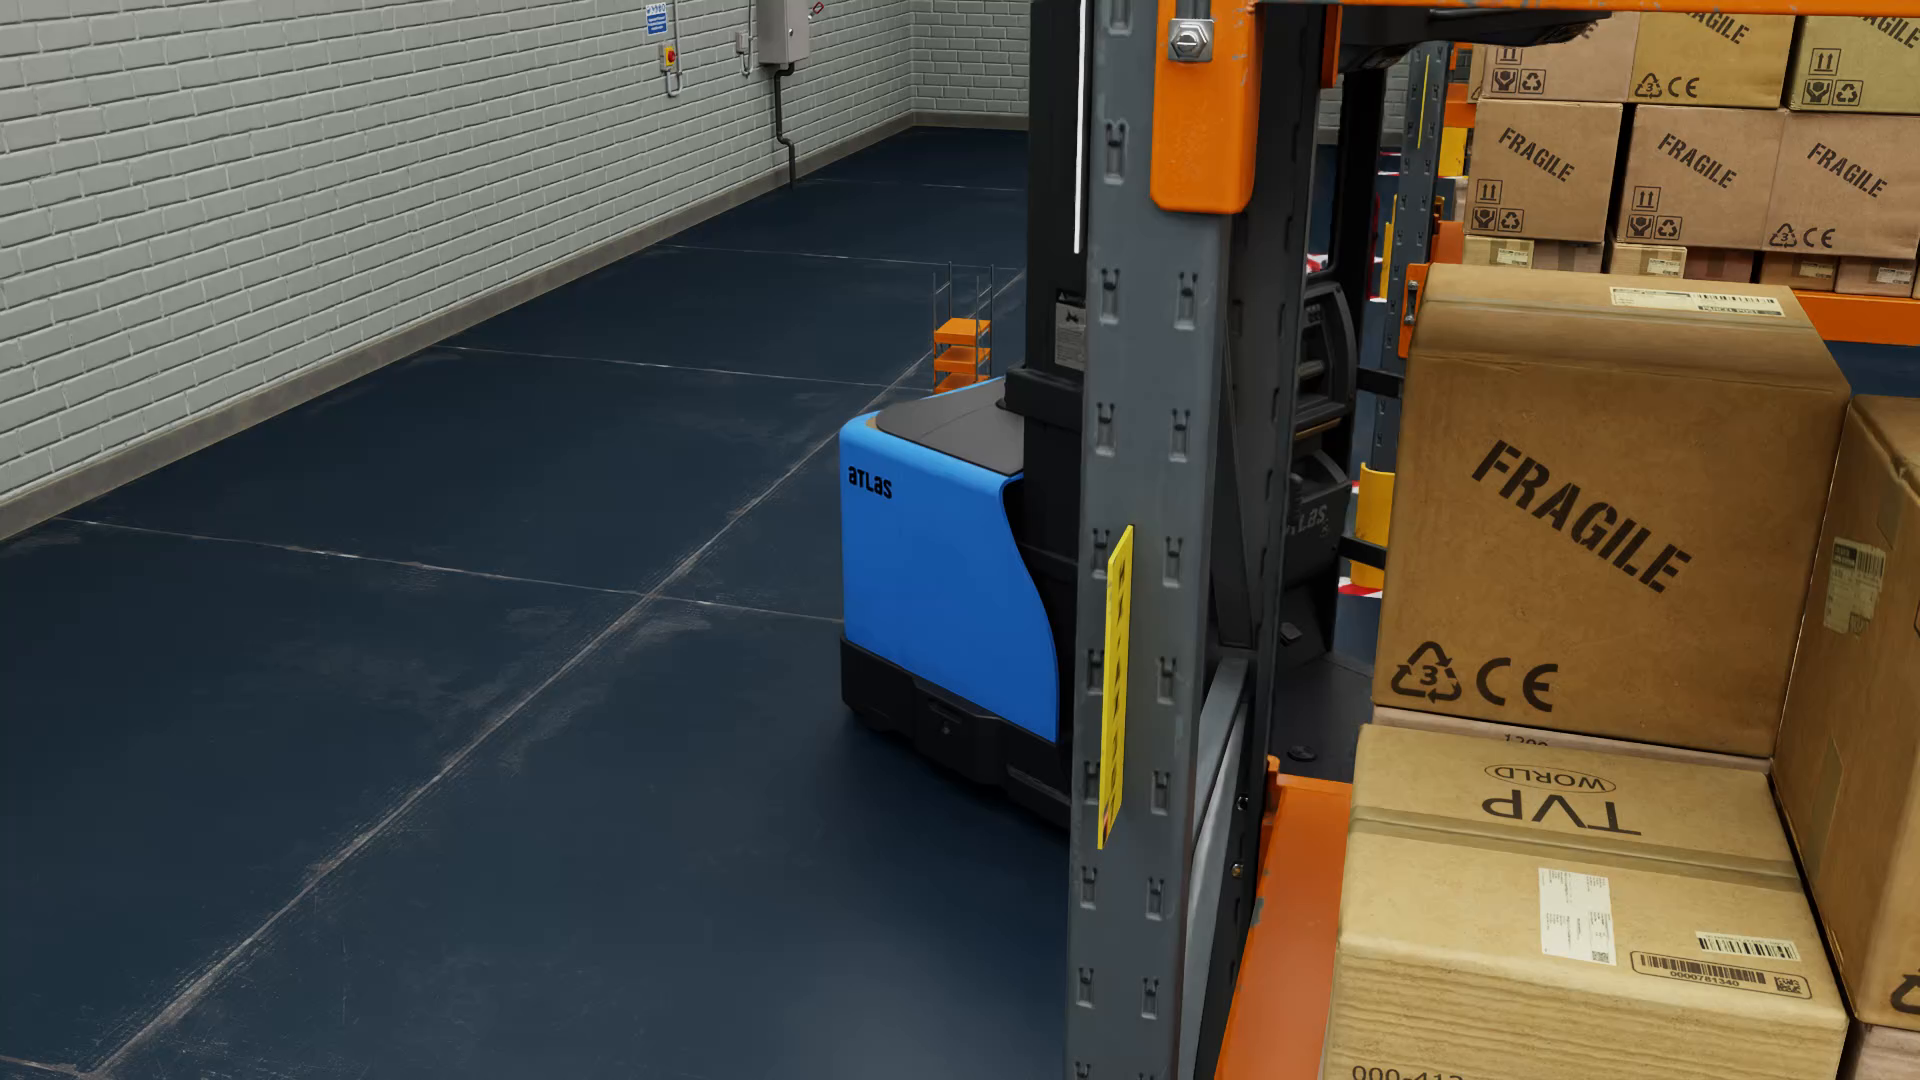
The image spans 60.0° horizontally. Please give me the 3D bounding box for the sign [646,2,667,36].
[{"bbox_3d":[-2.290,-3.935,12.555,0.001,0.218,0.327,7,23,16],"label":"sign"}]

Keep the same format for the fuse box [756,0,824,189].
[{"bbox_3d":[-1.471,-3.972,14.699,0.414,1.711,0.539,7,23,16],"label":"fuse box"}]

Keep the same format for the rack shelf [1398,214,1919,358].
[{"bbox_3d":[3.769,-0.850,6.337,4.000,0.370,1.077,7,23,16],"label":"rack shelf"}]

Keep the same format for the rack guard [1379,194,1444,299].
[{"bbox_3d":[3.164,-2.058,11.627,0.348,0.500,1.175,7,23,16],"label":"rack guard"}]

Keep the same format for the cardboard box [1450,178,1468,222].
[{"bbox_3d":[3.848,-2.184,11.465,0.875,0.438,0.875,6,23,14],"label":"cardboard box"}]

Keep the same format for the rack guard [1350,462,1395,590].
[{"bbox_3d":[1.927,-0.237,7.189,0.348,0.500,1.175,7,23,16],"label":"rack guard"}]

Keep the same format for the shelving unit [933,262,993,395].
[{"bbox_3d":[0.014,-0.554,7.038,0.189,1.200,0.258,7,23,16],"label":"shelving unit"}]

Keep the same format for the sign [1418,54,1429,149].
[{"bbox_3d":[1.698,-1.605,6.090,0.005,0.325,0.100,7,23,16],"label":"sign"}]

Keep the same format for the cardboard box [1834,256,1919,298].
[{"bbox_3d":[3.336,-1.015,6.122,0.250,0.149,0.380,6,23,14],"label":"cardboard box"}]

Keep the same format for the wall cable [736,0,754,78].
[{"bbox_3d":[-1.819,-4.808,13.699,0.122,1.984,0.588,7,23,16],"label":"wall cable"}]

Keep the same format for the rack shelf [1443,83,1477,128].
[{"bbox_3d":[5.102,-2.659,10.749,4.000,0.370,1.077,7,23,16],"label":"rack shelf"}]

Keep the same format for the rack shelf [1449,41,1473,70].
[{"bbox_3d":[6.532,-4.463,15.146,4.000,0.370,1.077,7,23,16],"label":"rack shelf"}]

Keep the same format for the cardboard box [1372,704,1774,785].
[{"bbox_3d":[0.865,0.278,2.446,0.500,0.250,0.500,6,23,15],"label":"cardboard box"}]

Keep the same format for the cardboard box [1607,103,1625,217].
[{"bbox_3d":[2.850,-1.572,6.625,0.500,0.500,0.500,6,23,15],"label":"cardboard box"}]

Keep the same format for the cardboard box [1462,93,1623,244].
[{"bbox_3d":[2.204,-1.436,6.295,0.500,0.500,0.500,8,24,18],"label":"cardboard box"}]

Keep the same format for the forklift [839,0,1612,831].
[{"bbox_3d":[0.967,-0.468,4.549,1.130,2.935,3.031,-20,29,-39],"label":"forklift"}]

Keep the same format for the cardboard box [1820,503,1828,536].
[{"bbox_3d":[3.283,-0.157,6.511,0.250,0.149,0.380,5,23,13],"label":"cardboard box"}]

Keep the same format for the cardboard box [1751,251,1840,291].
[{"bbox_3d":[3.108,-1.052,6.213,0.250,0.149,0.380,6,23,15],"label":"cardboard box"}]

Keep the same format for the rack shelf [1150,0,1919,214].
[{"bbox_3d":[2.240,-0.447,1.402,4.000,0.370,1.077,7,23,16],"label":"rack shelf"}]

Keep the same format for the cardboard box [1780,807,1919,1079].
[{"bbox_3d":[1.206,0.526,1.840,0.500,0.250,0.500,6,23,15],"label":"cardboard box"}]

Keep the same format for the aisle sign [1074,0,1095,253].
[{"bbox_3d":[0.169,-0.712,1.629,0.004,0.787,0.394,7,23,16],"label":"aisle sign"}]

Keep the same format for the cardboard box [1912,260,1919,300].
[{"bbox_3d":[3.578,-0.979,6.034,0.250,0.149,0.380,7,23,17],"label":"cardboard box"}]

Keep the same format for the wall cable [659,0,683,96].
[{"bbox_3d":[-2.218,-4.306,12.434,0.123,1.953,0.585,7,23,16],"label":"wall cable"}]

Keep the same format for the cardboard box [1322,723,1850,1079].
[{"bbox_3d":[0.706,0.472,1.973,0.500,0.250,0.500,6,23,14],"label":"cardboard box"}]

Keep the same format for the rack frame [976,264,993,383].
[{"bbox_3d":[0.101,-0.543,7.014,0.006,1.200,0.240,7,23,16],"label":"rack frame"}]

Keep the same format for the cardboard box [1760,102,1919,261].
[{"bbox_3d":[3.189,-1.328,6.032,0.500,0.500,0.500,7,23,16],"label":"cardboard box"}]

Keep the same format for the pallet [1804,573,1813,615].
[{"bbox_3d":[3.859,0.133,6.668,1.213,0.211,1.003,7,23,16],"label":"pallet"}]

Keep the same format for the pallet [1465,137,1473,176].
[{"bbox_3d":[5.454,-3.630,15.841,1.213,0.211,1.003,7,23,16],"label":"pallet"}]

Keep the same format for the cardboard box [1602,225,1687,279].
[{"bbox_3d":[2.567,-1.069,6.255,0.250,0.149,0.380,6,23,14],"label":"cardboard box"}]

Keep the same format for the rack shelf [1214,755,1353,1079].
[{"bbox_3d":[2.240,0.941,1.971,4.000,0.370,1.077,7,23,16],"label":"rack shelf"}]

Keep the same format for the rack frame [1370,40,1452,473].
[{"bbox_3d":[1.854,-1.402,6.735,0.127,3.000,1.000,7,23,16],"label":"rack frame"}]

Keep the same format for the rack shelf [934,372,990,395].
[{"bbox_3d":[0.014,-0.623,7.010,0.180,0.103,0.258,7,23,16],"label":"rack shelf"}]

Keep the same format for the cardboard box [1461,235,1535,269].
[{"bbox_3d":[2.070,-1.131,6.406,0.250,0.149,0.380,6,23,15],"label":"cardboard box"}]

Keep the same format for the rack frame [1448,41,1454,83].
[{"bbox_3d":[4.618,-5.015,15.544,0.127,3.000,1.000,7,23,16],"label":"rack frame"}]

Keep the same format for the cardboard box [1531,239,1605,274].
[{"bbox_3d":[2.325,-1.118,6.374,0.250,0.149,0.380,7,23,17],"label":"cardboard box"}]

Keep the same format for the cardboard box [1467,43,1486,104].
[{"bbox_3d":[3.564,-3.101,10.745,0.500,0.500,0.500,6,23,15],"label":"cardboard box"}]

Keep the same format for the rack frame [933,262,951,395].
[{"bbox_3d":[-0.074,-0.564,7.063,0.006,1.200,0.240,7,23,16],"label":"rack frame"}]

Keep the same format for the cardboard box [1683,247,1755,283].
[{"bbox_3d":[2.855,-1.091,6.307,0.250,0.149,0.380,8,24,18],"label":"cardboard box"}]

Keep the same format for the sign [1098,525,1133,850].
[{"bbox_3d":[0.159,0.153,1.699,0.005,0.325,0.100,7,23,16],"label":"sign"}]

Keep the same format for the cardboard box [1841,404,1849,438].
[{"bbox_3d":[3.666,-0.426,6.775,0.250,0.149,0.380,6,23,14],"label":"cardboard box"}]

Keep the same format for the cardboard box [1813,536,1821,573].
[{"bbox_3d":[3.262,-0.019,6.566,0.250,0.149,0.380,7,23,16],"label":"cardboard box"}]

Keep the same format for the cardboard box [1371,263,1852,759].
[{"bbox_3d":[0.867,-0.068,2.301,0.500,0.500,0.500,7,23,16],"label":"cardboard box"}]

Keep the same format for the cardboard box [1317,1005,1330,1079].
[{"bbox_3d":[0.569,0.664,2.029,0.250,0.149,0.380,7,23,16],"label":"cardboard box"}]

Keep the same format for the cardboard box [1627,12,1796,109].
[{"bbox_3d":[2.692,-1.850,5.986,0.500,0.500,0.500,7,23,17],"label":"cardboard box"}]

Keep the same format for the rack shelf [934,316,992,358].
[{"bbox_3d":[0.014,-0.845,6.919,0.180,0.103,0.258,7,23,16],"label":"rack shelf"}]

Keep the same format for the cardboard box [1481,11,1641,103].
[{"bbox_3d":[2.207,-1.903,6.115,0.500,0.500,0.500,6,23,15],"label":"cardboard box"}]

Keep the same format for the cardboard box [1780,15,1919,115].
[{"bbox_3d":[3.184,-1.785,5.827,0.500,0.500,0.500,6,23,14],"label":"cardboard box"}]

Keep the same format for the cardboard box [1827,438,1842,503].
[{"bbox_3d":[3.285,-0.280,6.419,0.250,0.149,0.380,7,23,18],"label":"cardboard box"}]

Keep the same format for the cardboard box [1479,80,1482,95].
[{"bbox_3d":[2.359,-1.630,6.767,0.500,0.500,0.500,7,23,17],"label":"cardboard box"}]

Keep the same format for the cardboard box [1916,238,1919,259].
[{"bbox_3d":[3.679,-1.275,5.902,0.500,0.500,0.500,6,23,14],"label":"cardboard box"}]

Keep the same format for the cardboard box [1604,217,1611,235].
[{"bbox_3d":[2.720,-1.290,6.793,0.250,0.149,0.380,6,23,15],"label":"cardboard box"}]

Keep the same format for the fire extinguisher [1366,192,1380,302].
[{"bbox_3d":[1.746,-1.389,7.297,0.183,0.674,0.296,7,23,16],"label":"fire extinguisher"}]

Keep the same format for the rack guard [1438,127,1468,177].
[{"bbox_3d":[4.690,-3.850,15.998,0.348,0.500,1.175,7,23,16],"label":"rack guard"}]

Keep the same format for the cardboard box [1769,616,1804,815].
[{"bbox_3d":[1.351,0.333,2.310,0.500,0.250,0.500,6,23,15],"label":"cardboard box"}]

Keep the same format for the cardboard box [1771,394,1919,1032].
[{"bbox_3d":[1.185,0.180,1.697,0.500,0.500,0.500,6,23,14],"label":"cardboard box"}]

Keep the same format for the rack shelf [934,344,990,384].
[{"bbox_3d":[0.014,-0.734,6.964,0.180,0.103,0.258,7,23,16],"label":"rack shelf"}]

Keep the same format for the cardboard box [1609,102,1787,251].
[{"bbox_3d":[2.724,-1.387,6.174,0.500,0.500,0.500,7,23,16],"label":"cardboard box"}]
